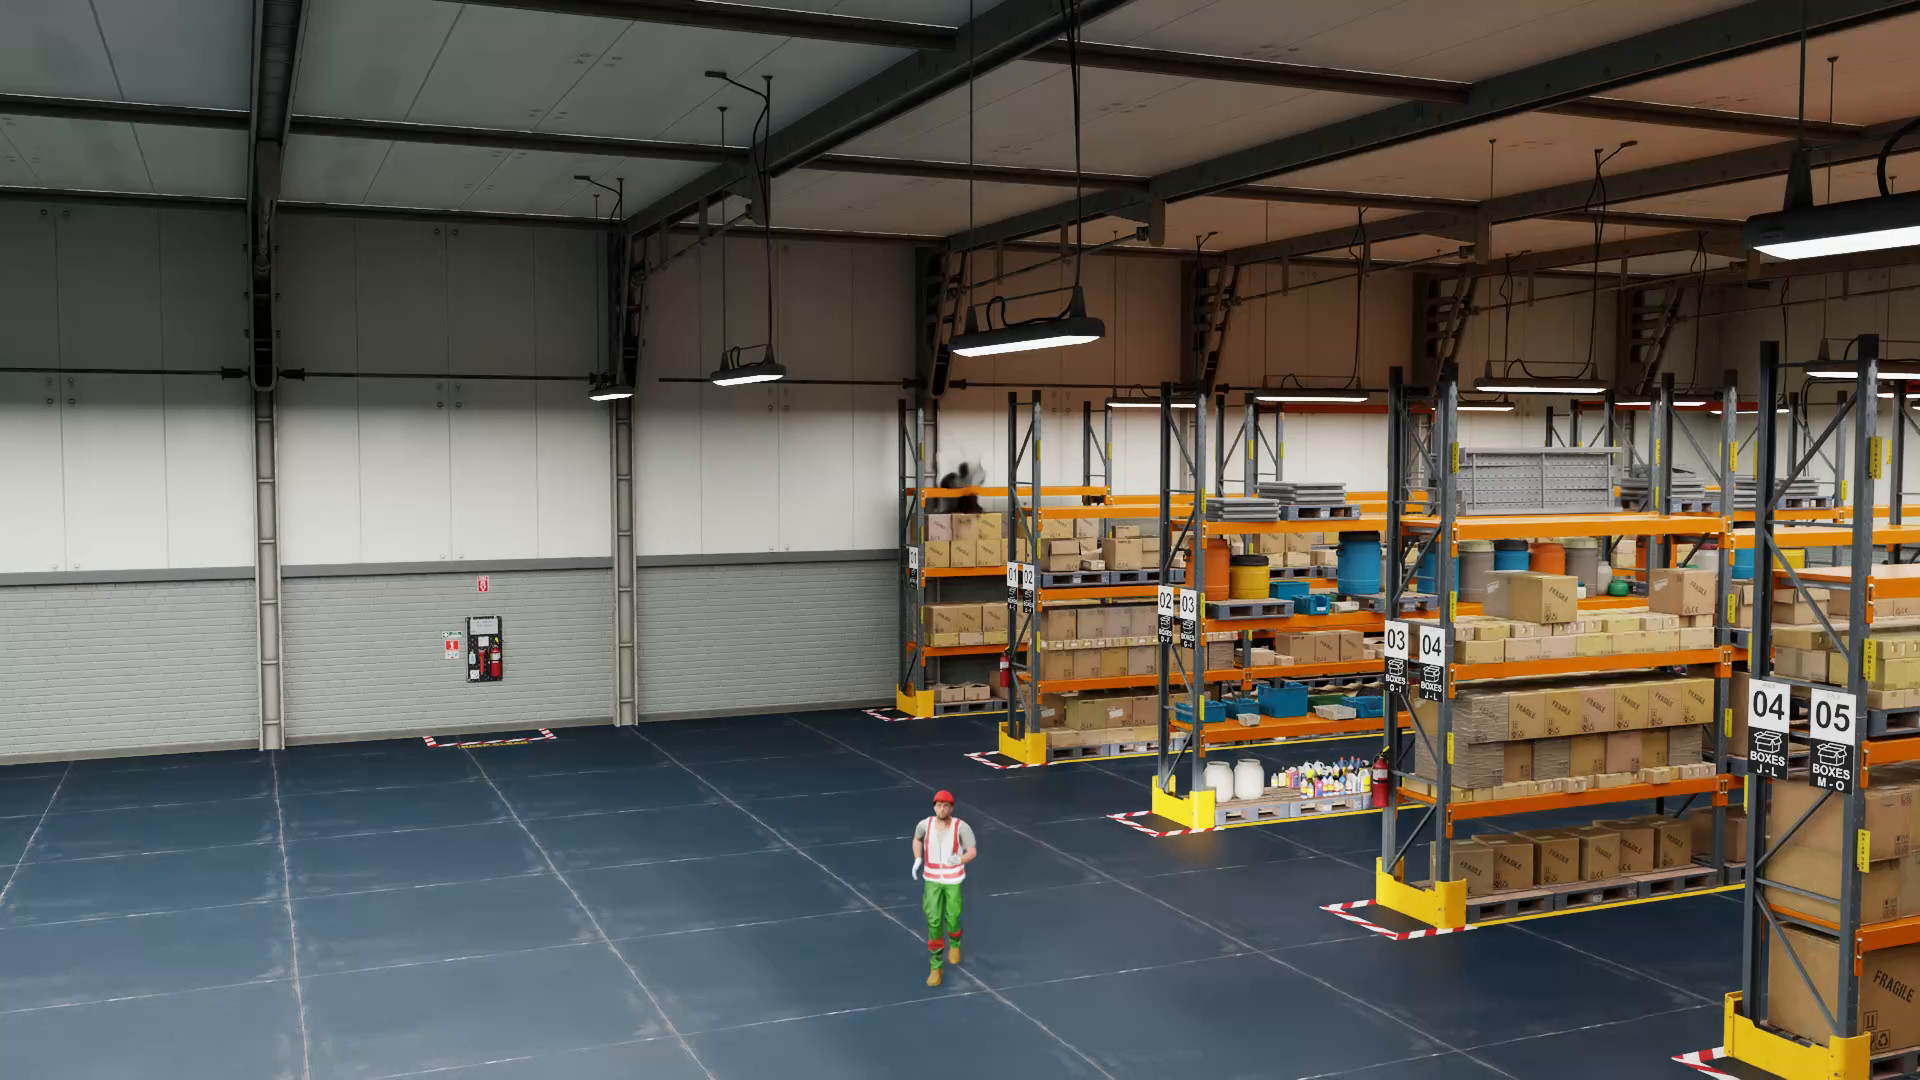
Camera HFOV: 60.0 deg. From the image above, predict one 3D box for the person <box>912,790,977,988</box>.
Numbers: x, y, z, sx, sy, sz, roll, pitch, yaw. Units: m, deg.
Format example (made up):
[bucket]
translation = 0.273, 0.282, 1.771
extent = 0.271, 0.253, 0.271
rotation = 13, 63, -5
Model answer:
[person]
translation = -0.157, 3.314, 16.110
extent = 0.649, 1.805, 0.857
rotation = 0, 3, 7
